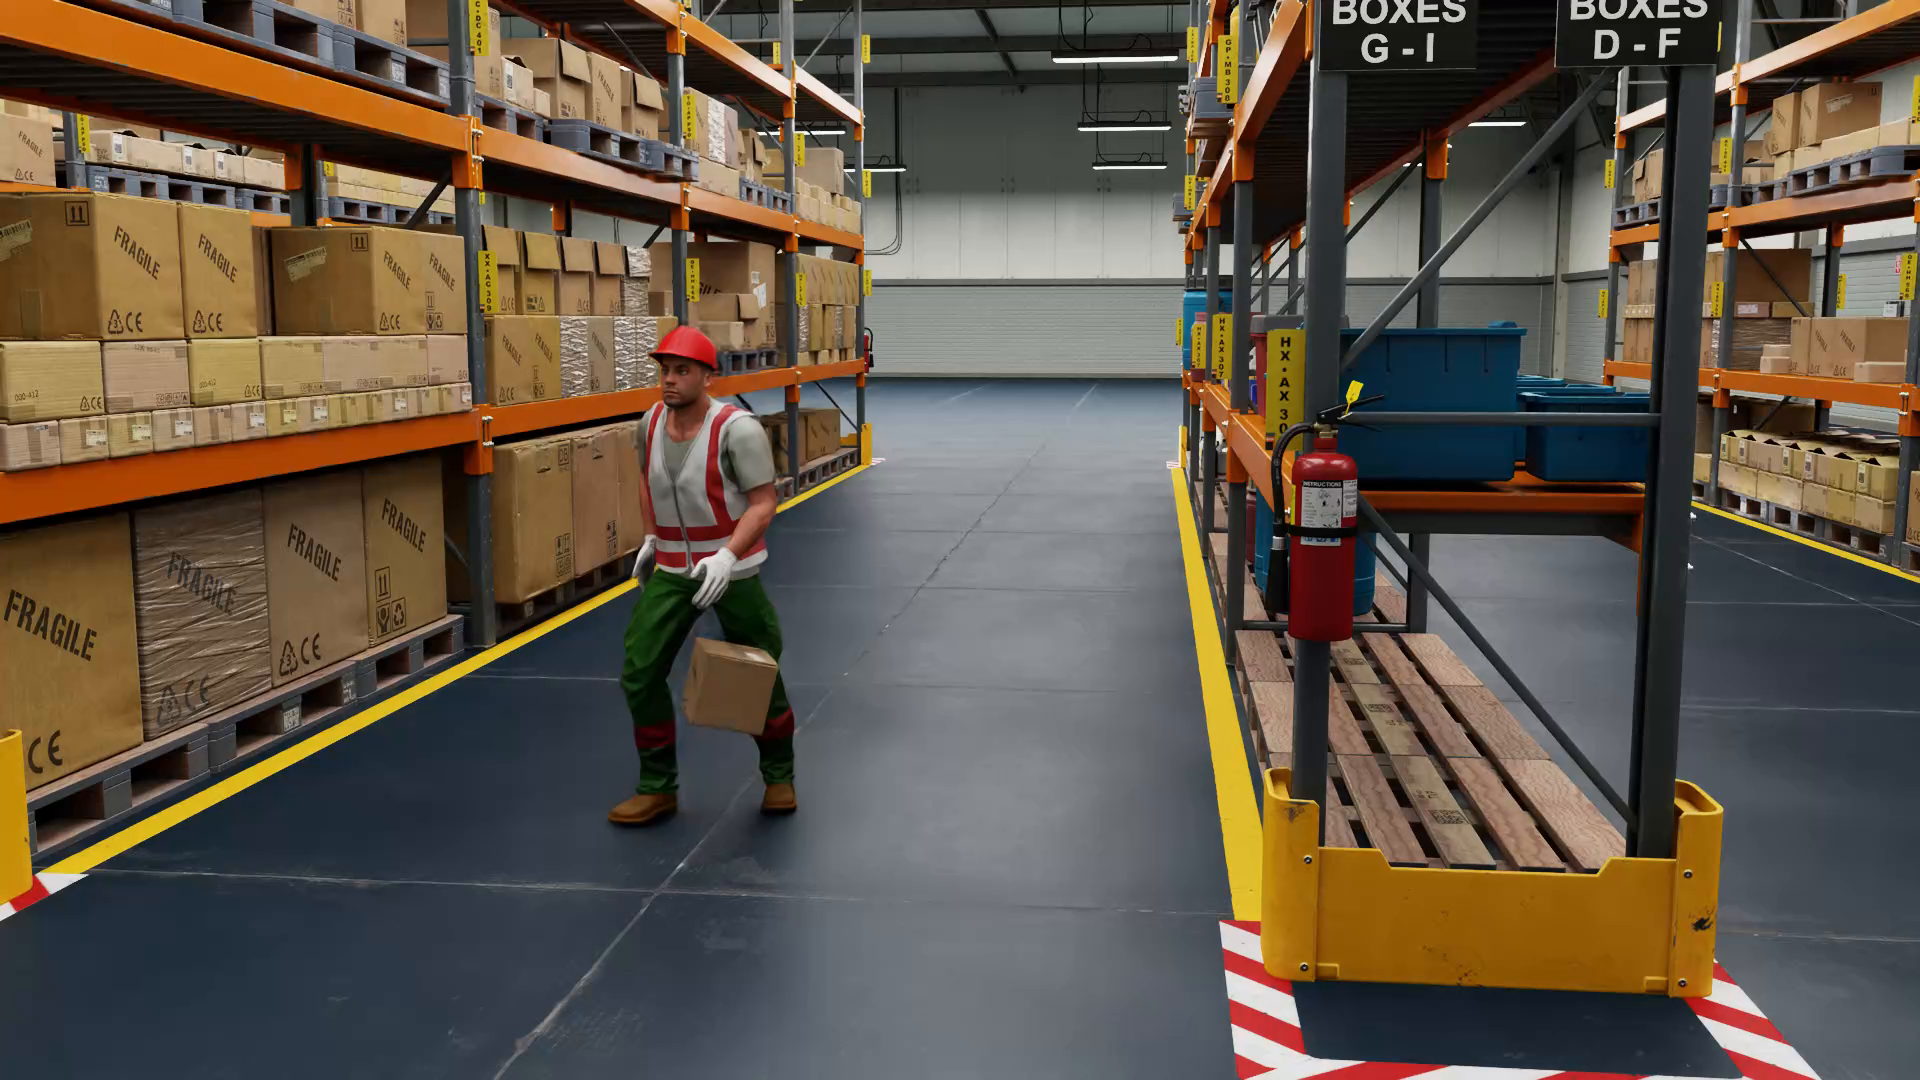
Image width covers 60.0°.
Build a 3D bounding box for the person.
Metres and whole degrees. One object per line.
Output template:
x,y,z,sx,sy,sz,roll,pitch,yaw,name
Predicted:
-0.911,0.122,5.887,0.620,1.748,0.663,3,8,19,person
